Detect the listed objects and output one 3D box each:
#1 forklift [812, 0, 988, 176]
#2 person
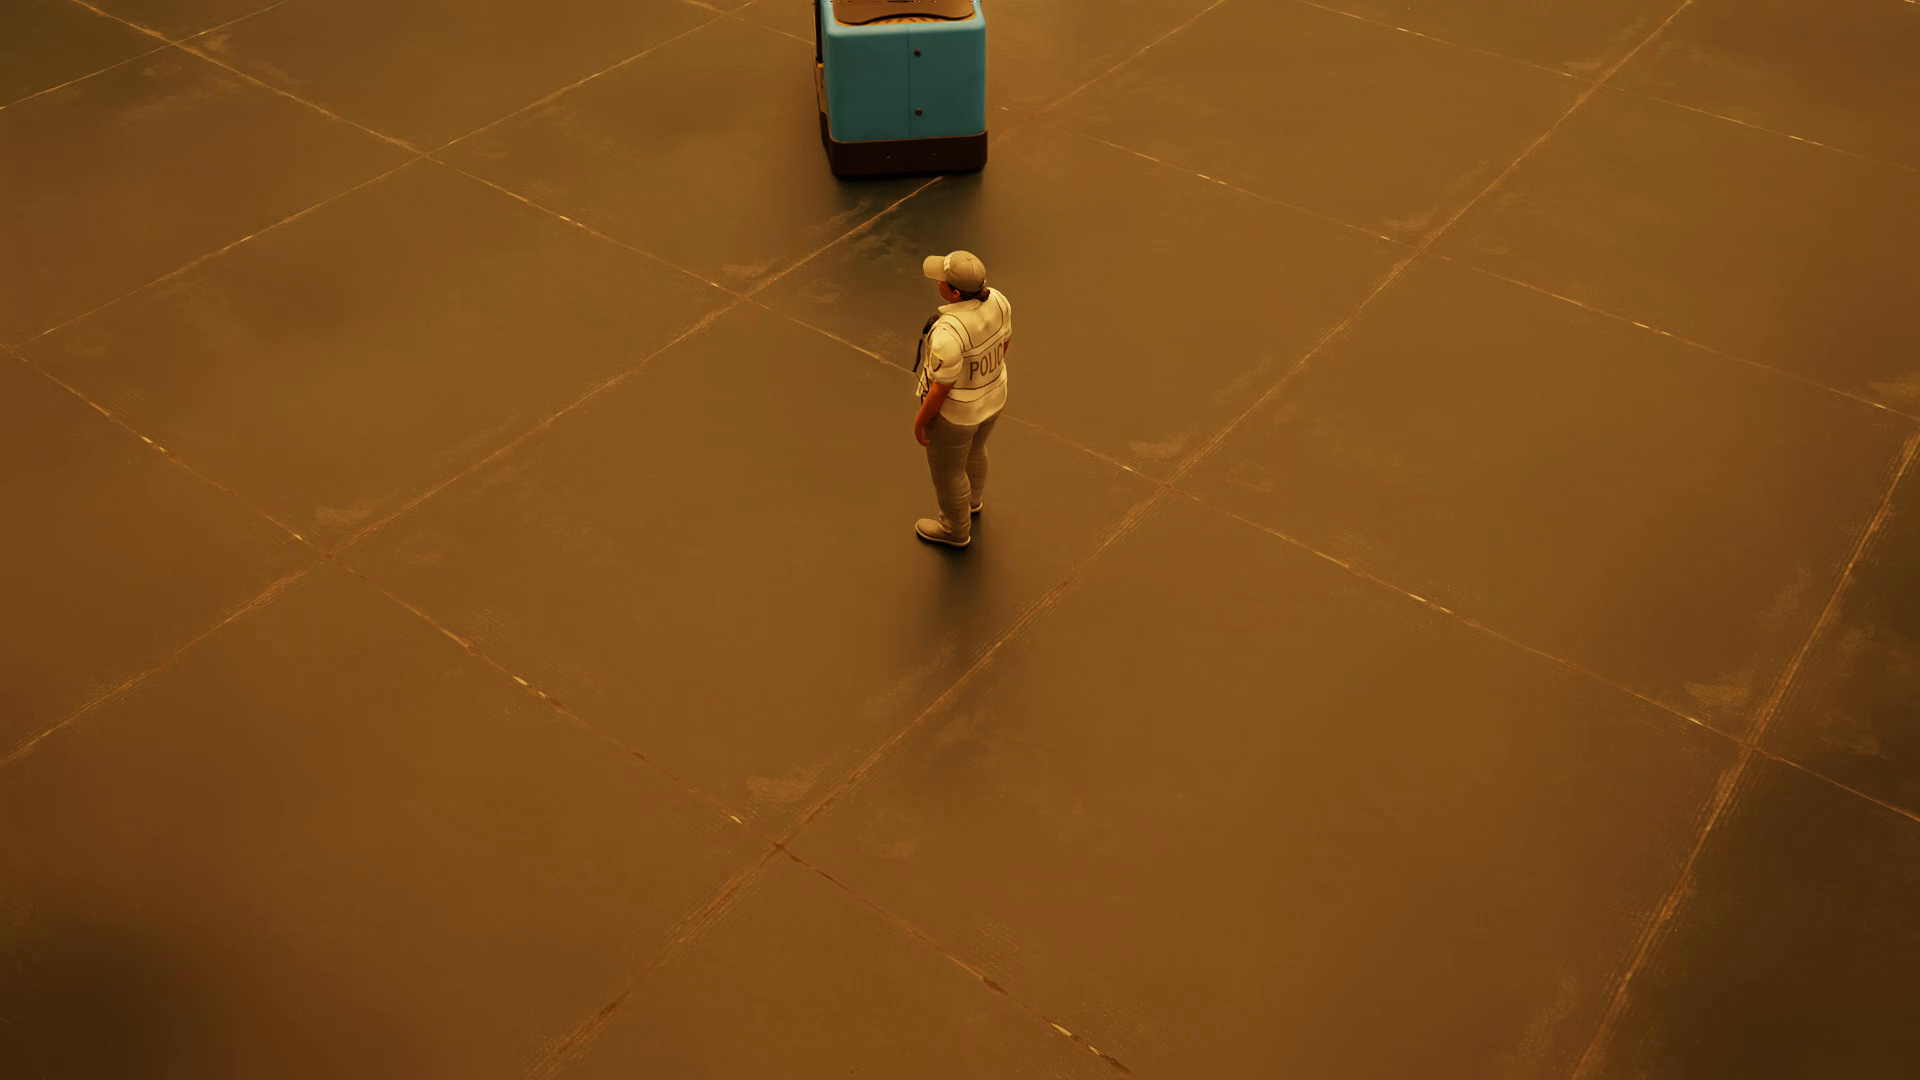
[{"bbox_3d":[-0.507,-4.492,11.343,1.130,2.935,3.031,-4,41,-5],"label":"forklift"},{"bbox_3d":[-0.047,-0.682,7.837,0.529,1.670,0.598,26,47,28],"label":"person"}]
